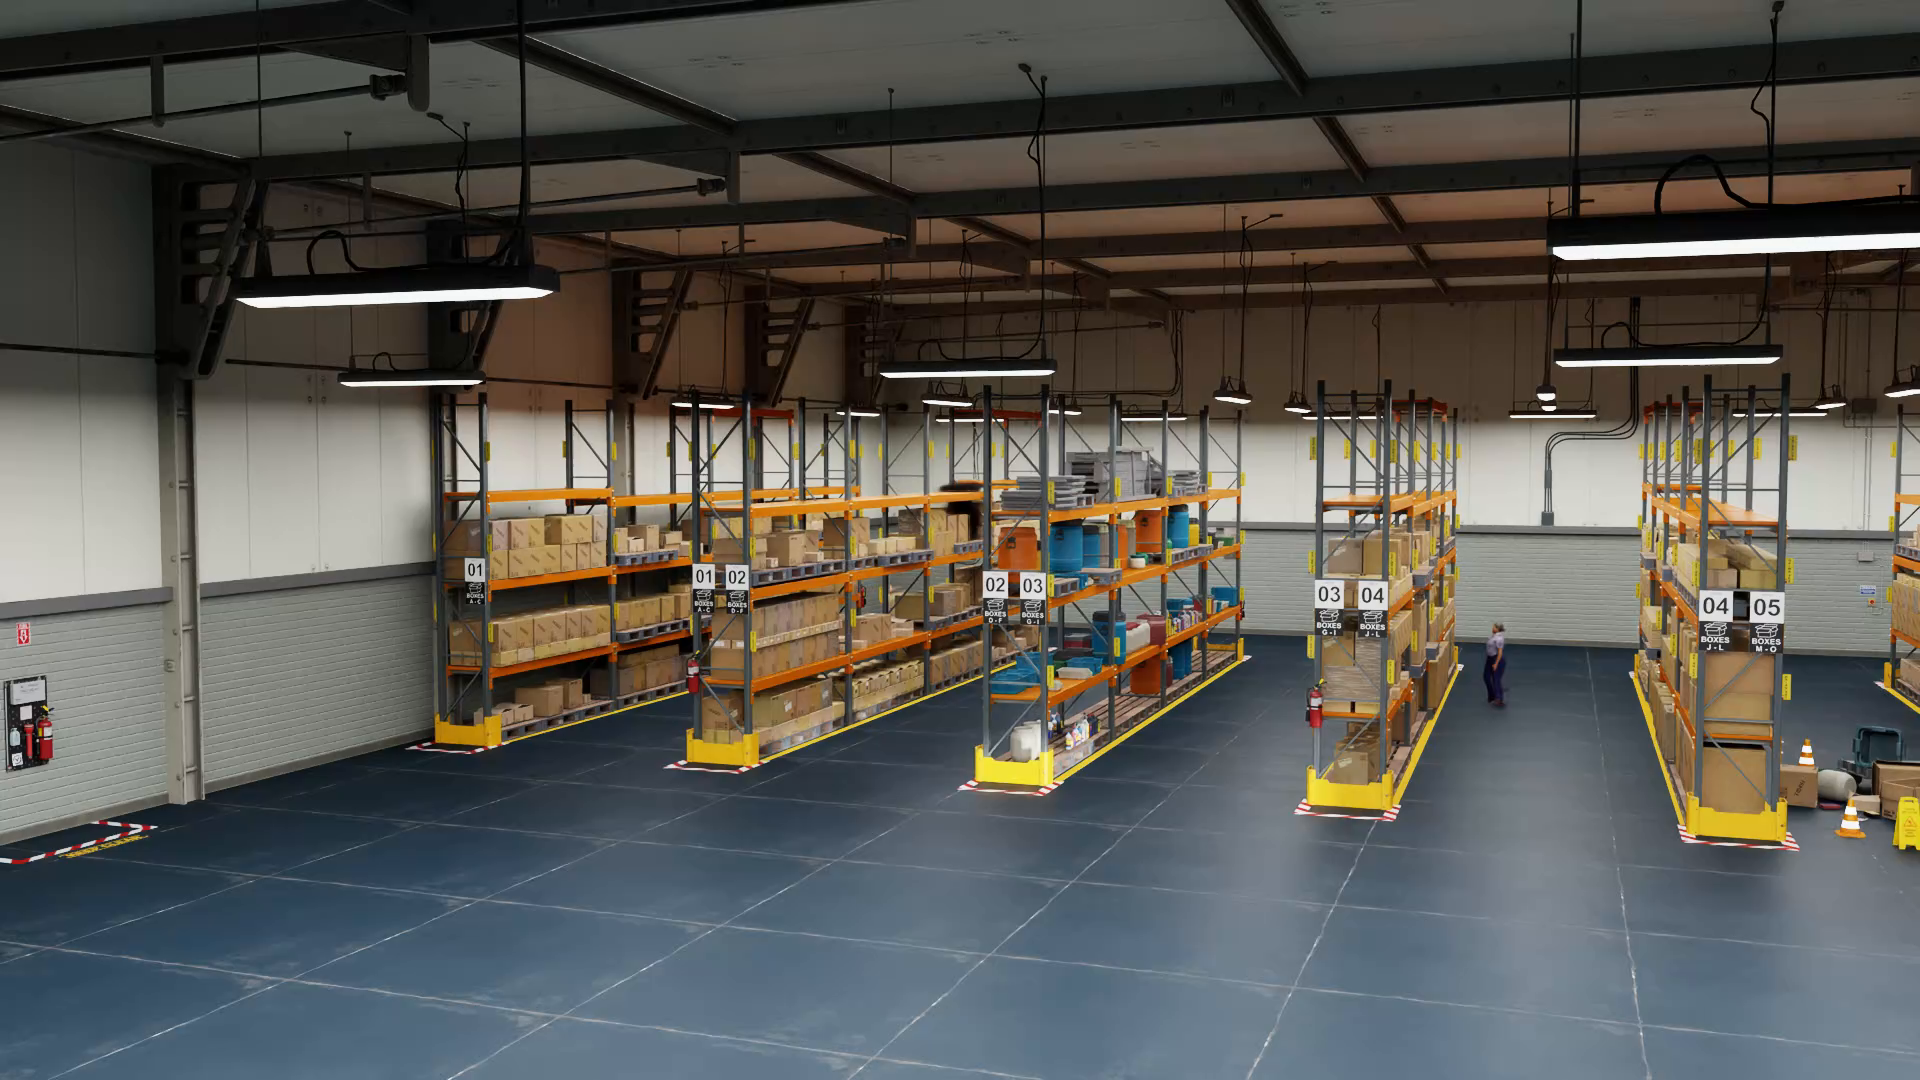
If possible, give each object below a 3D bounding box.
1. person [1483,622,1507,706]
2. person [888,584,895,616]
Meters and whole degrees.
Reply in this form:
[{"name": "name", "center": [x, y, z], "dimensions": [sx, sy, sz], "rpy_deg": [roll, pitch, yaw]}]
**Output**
[{"name": "person", "center": [10.600, 2.469, 32.949], "dimensions": [0.383, 1.692, 0.604], "rpy_deg": [-1, 3, -10]}, {"name": "person", "center": [-1.729, 1.940, 42.184], "dimensions": [0.515, 1.639, 0.832], "rpy_deg": [1, 3, 20]}]
